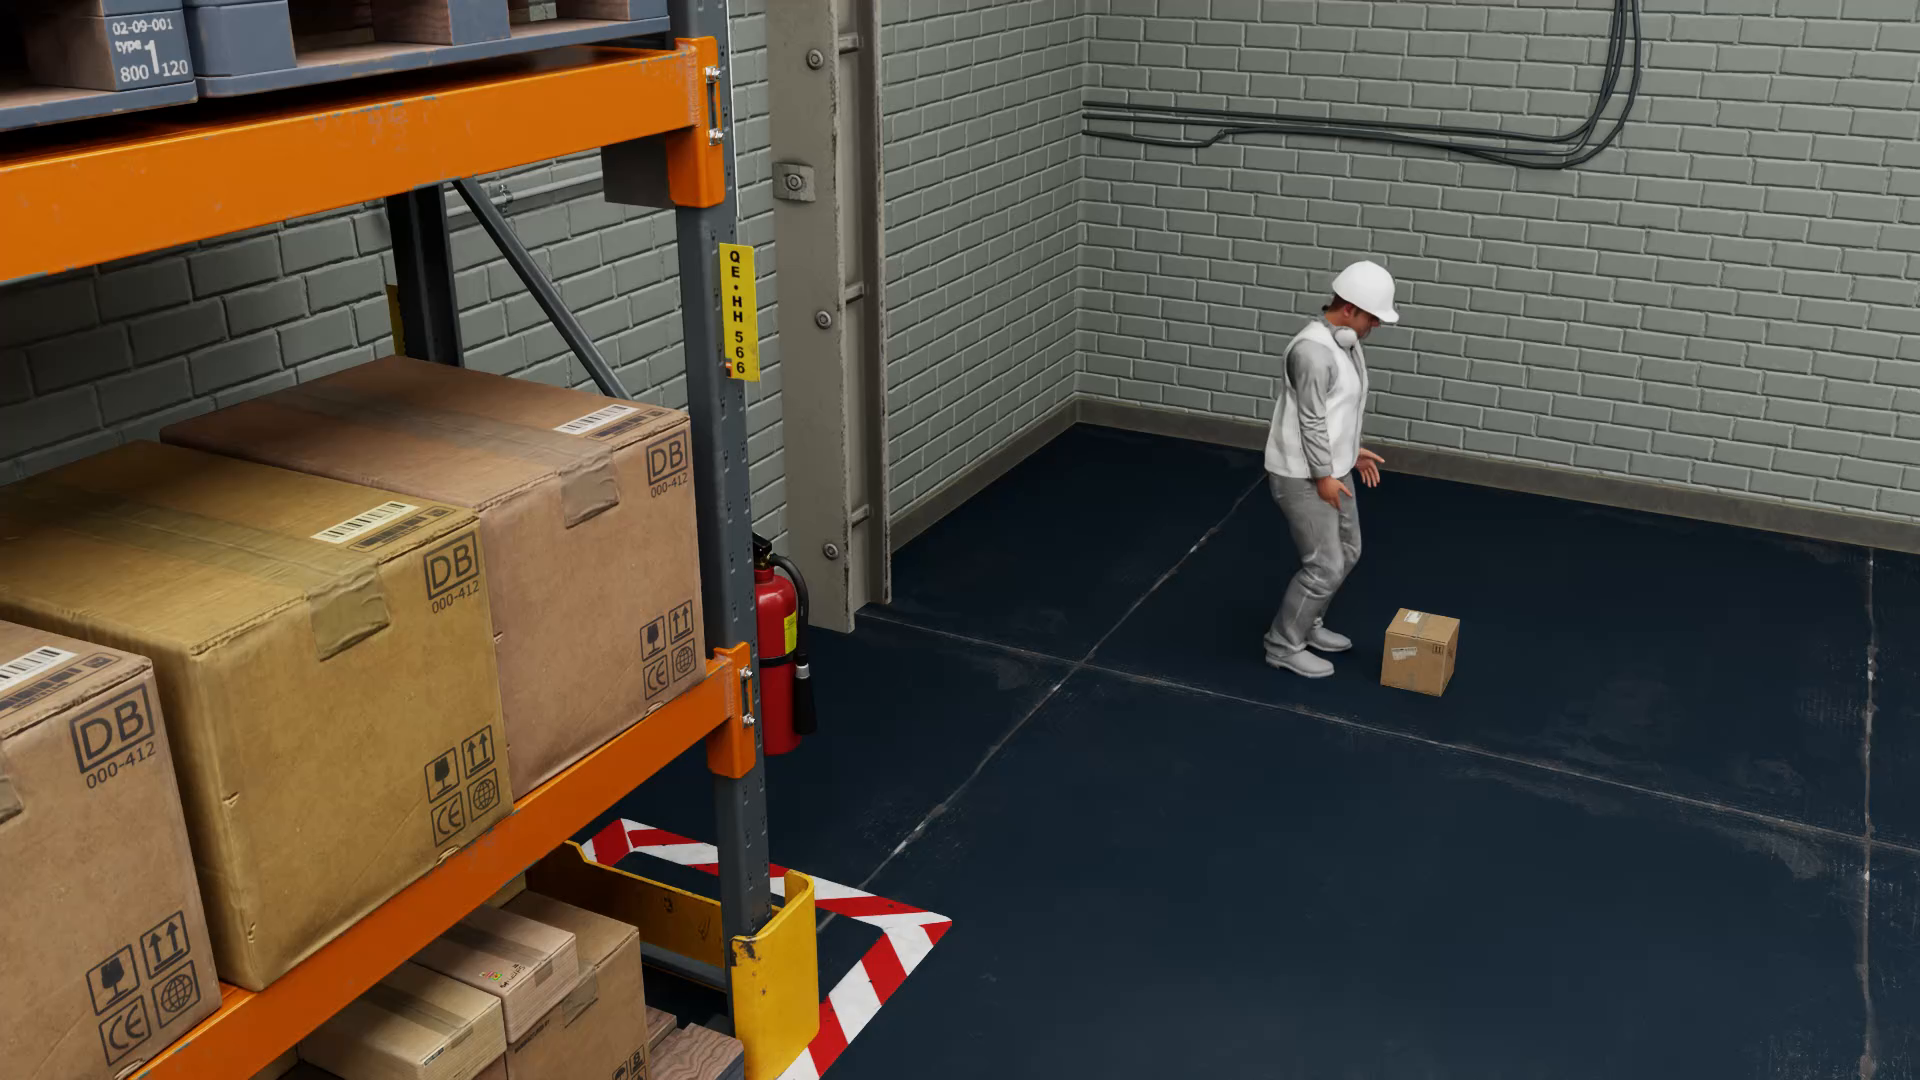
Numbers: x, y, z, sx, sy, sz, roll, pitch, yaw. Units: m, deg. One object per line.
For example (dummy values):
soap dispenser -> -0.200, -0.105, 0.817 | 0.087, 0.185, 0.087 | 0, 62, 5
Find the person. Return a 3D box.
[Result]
person -> 1.510, -0.304, 6.861 | 0.457, 1.729, 0.556 | 12, 25, 26
